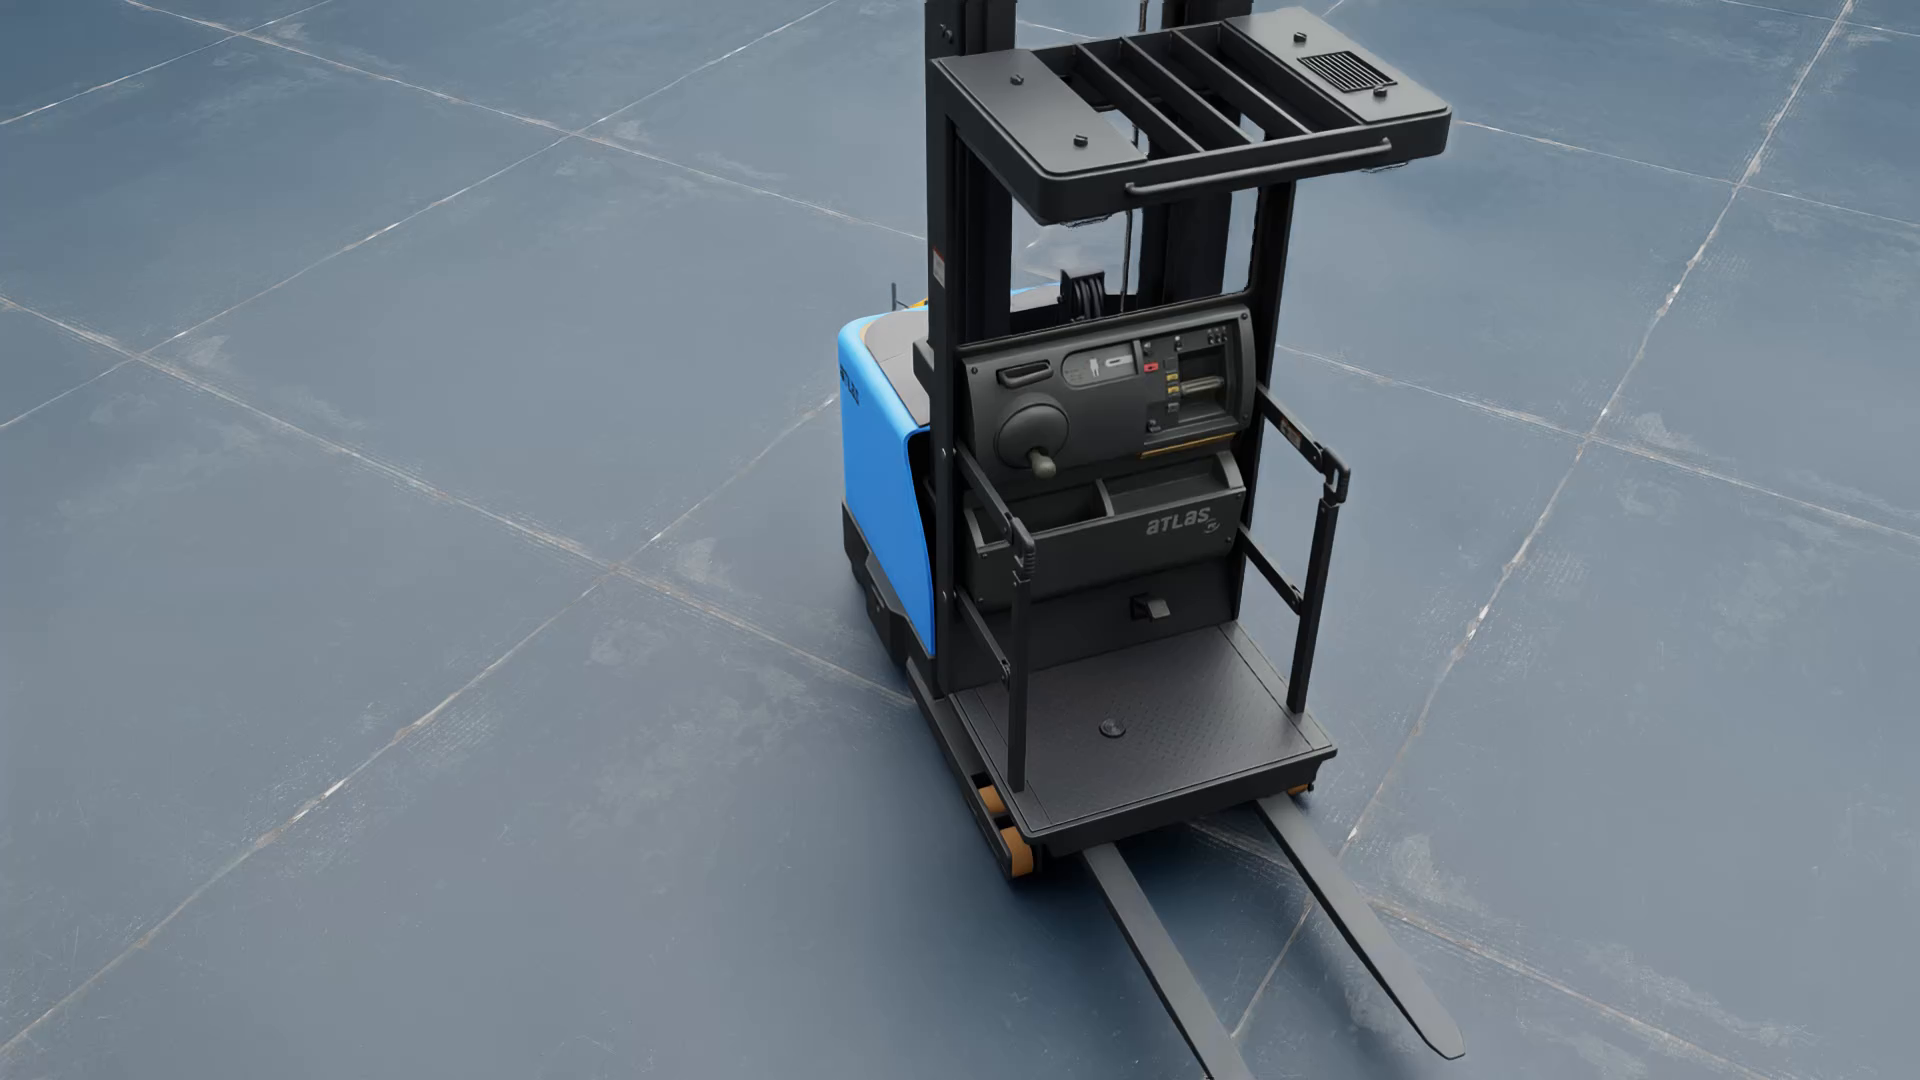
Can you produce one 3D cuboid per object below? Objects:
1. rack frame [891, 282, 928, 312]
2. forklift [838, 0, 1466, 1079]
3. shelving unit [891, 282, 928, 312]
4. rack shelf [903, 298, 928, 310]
[{"bbox_3d":[-0.188,-0.517,6.561,0.008,1.050,0.200,-30,47,-33],"label":"rack frame"},{"bbox_3d":[0.539,-0.368,4.827,1.130,2.935,3.031,-13,40,-16],"label":"forklift"},{"bbox_3d":[-0.100,-0.568,6.628,0.252,1.050,0.215,-30,47,-33],"label":"shelving unit"},{"bbox_3d":[-0.100,-0.785,6.461,0.240,0.259,0.215,-30,47,-33],"label":"rack shelf"}]
